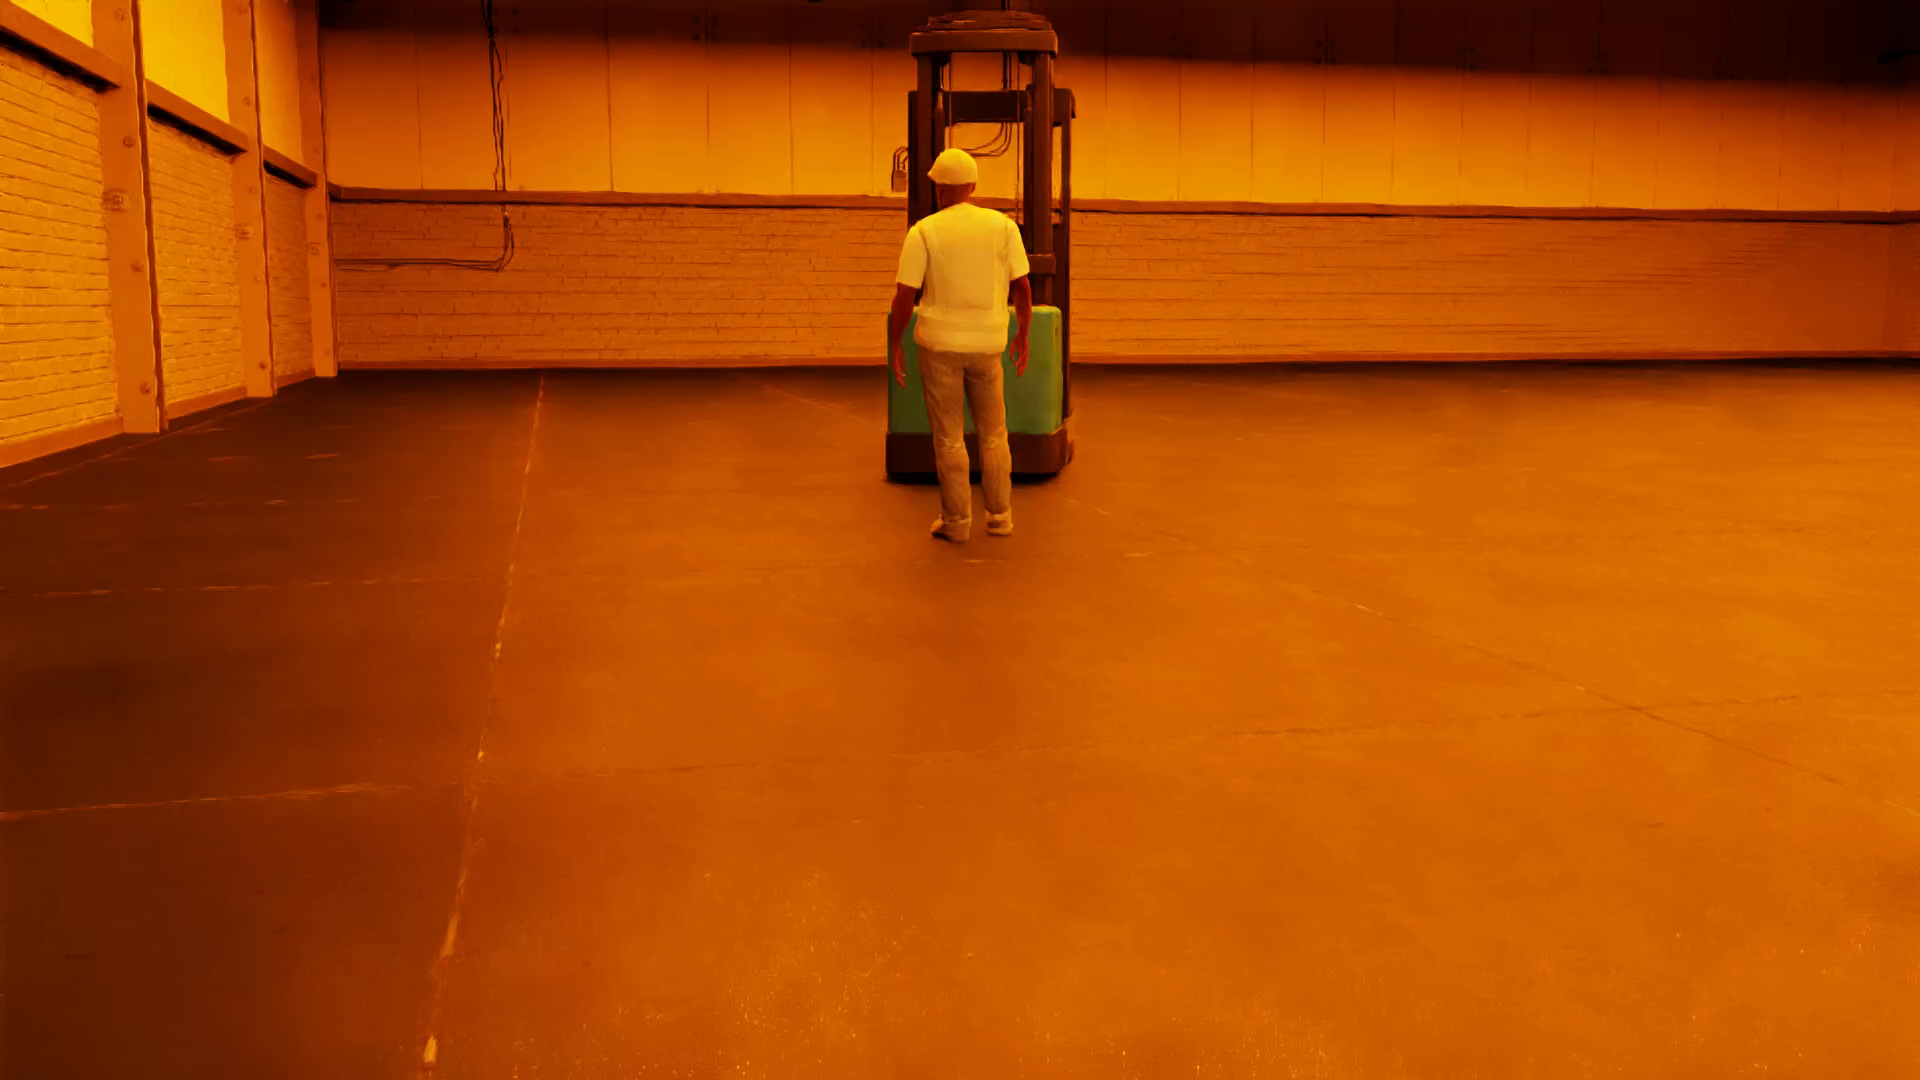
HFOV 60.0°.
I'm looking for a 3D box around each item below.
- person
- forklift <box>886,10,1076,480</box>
[{"bbox_3d":[-0.011,-0.891,7.652,0.665,1.766,0.576,-2,8,-13],"label":"person"},{"bbox_3d":[0.223,-1.998,11.402,1.130,2.935,3.031,1,8,6],"label":"forklift"}]
